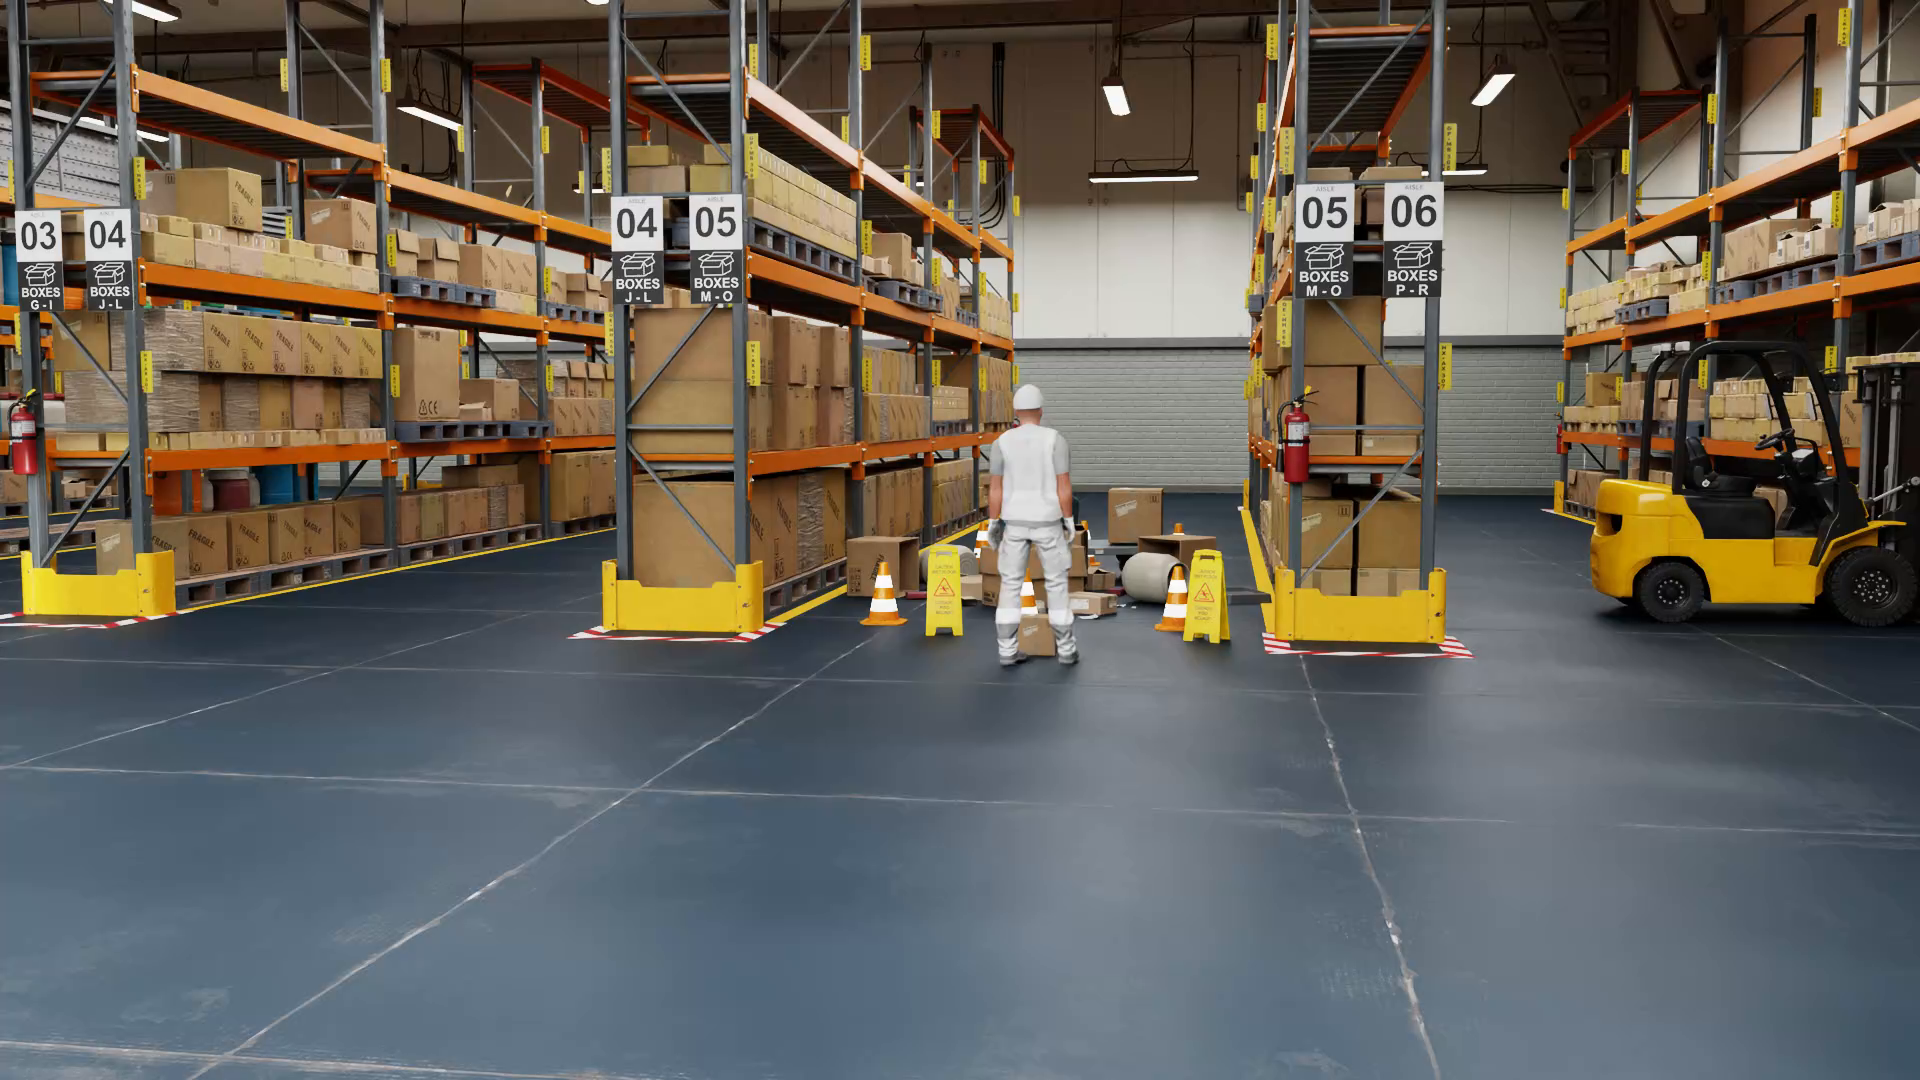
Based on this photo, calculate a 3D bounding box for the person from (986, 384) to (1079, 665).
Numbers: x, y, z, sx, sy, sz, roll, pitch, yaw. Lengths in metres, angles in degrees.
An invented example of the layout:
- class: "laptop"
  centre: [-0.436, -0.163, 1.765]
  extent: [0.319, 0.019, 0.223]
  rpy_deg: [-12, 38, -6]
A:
- class: "person"
  centre: [0.468, -0.103, 10.692]
  extent: [0.576, 1.793, 0.440]
  rpy_deg: [1, 5, 14]
